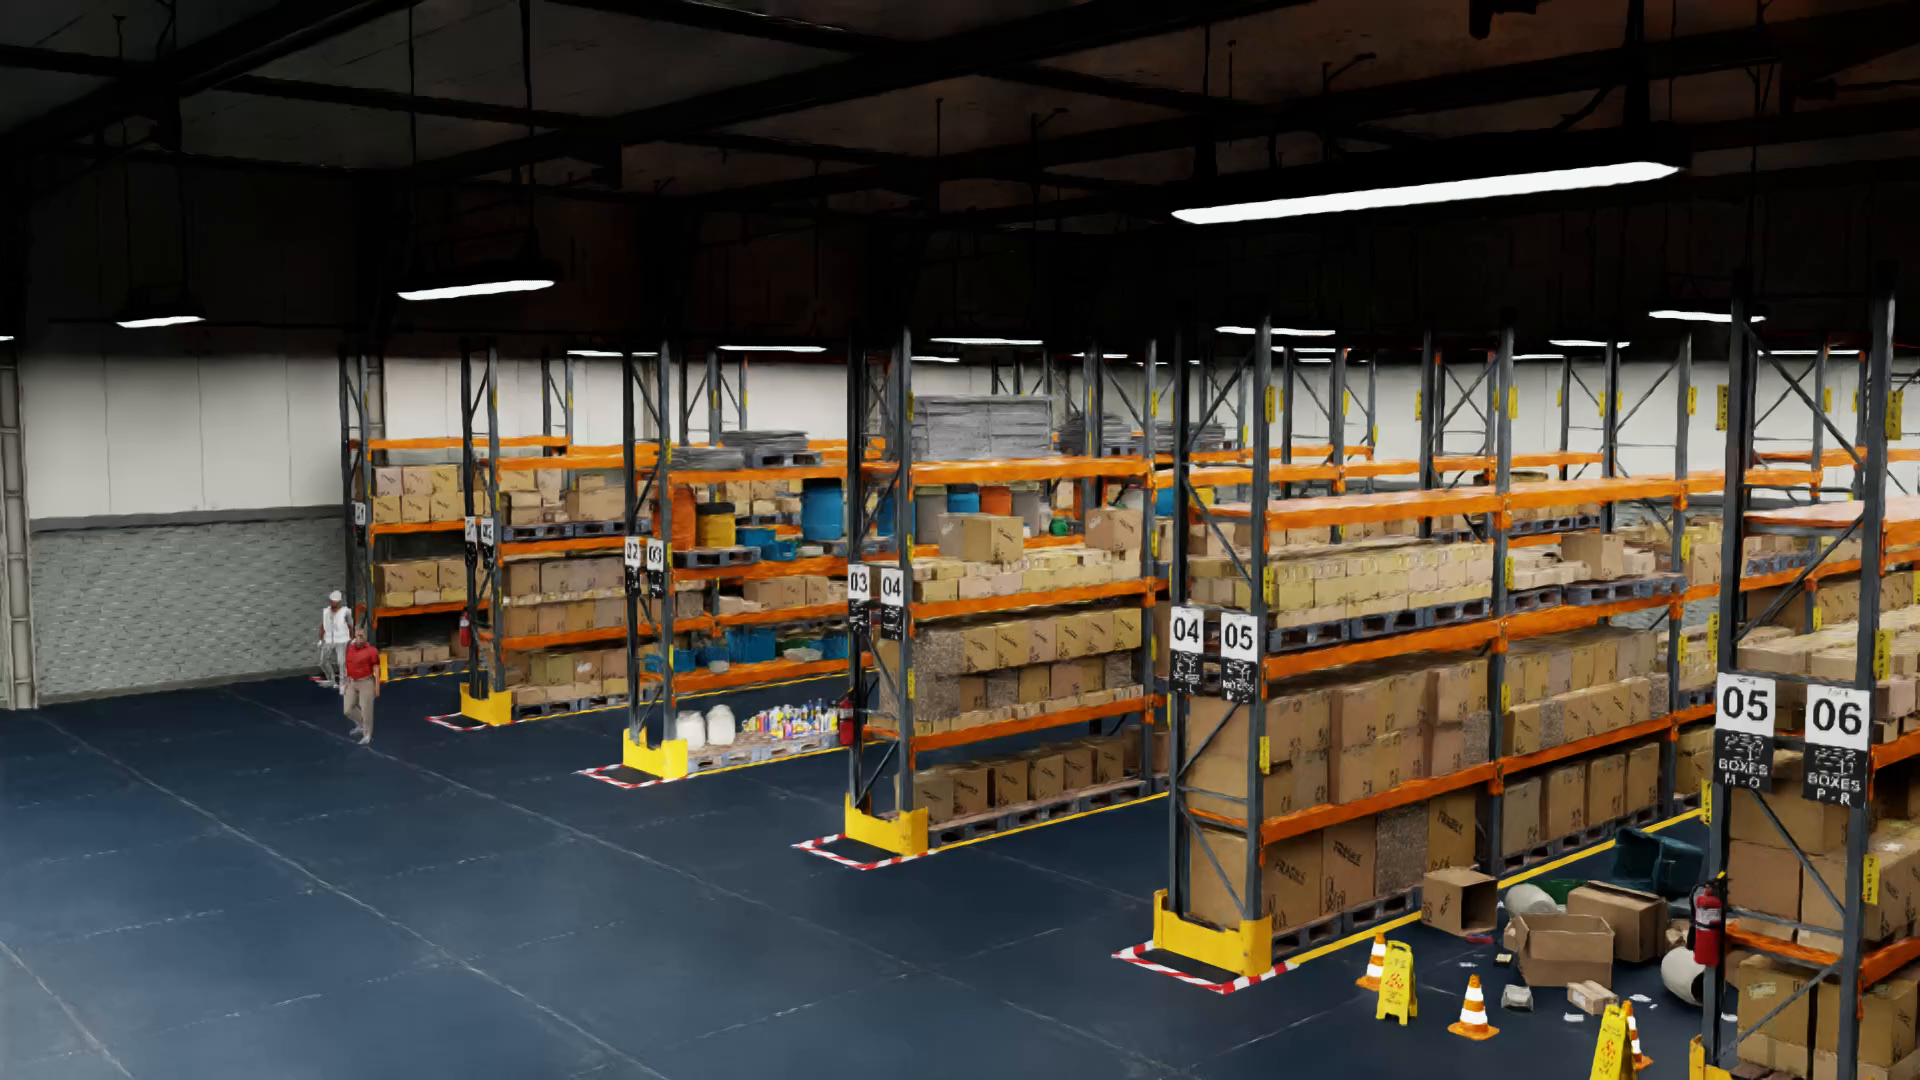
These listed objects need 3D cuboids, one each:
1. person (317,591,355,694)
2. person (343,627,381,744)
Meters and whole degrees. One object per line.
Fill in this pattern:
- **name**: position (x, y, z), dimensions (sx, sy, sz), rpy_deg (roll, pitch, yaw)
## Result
- **person**: position (-10.714, 1.735, 28.432), dimensions (0.741, 1.773, 0.507), rpy_deg (1, 5, 7)
- **person**: position (-8.785, 2.118, 24.496), dimensions (0.607, 1.719, 0.545), rpy_deg (1, 5, 12)
